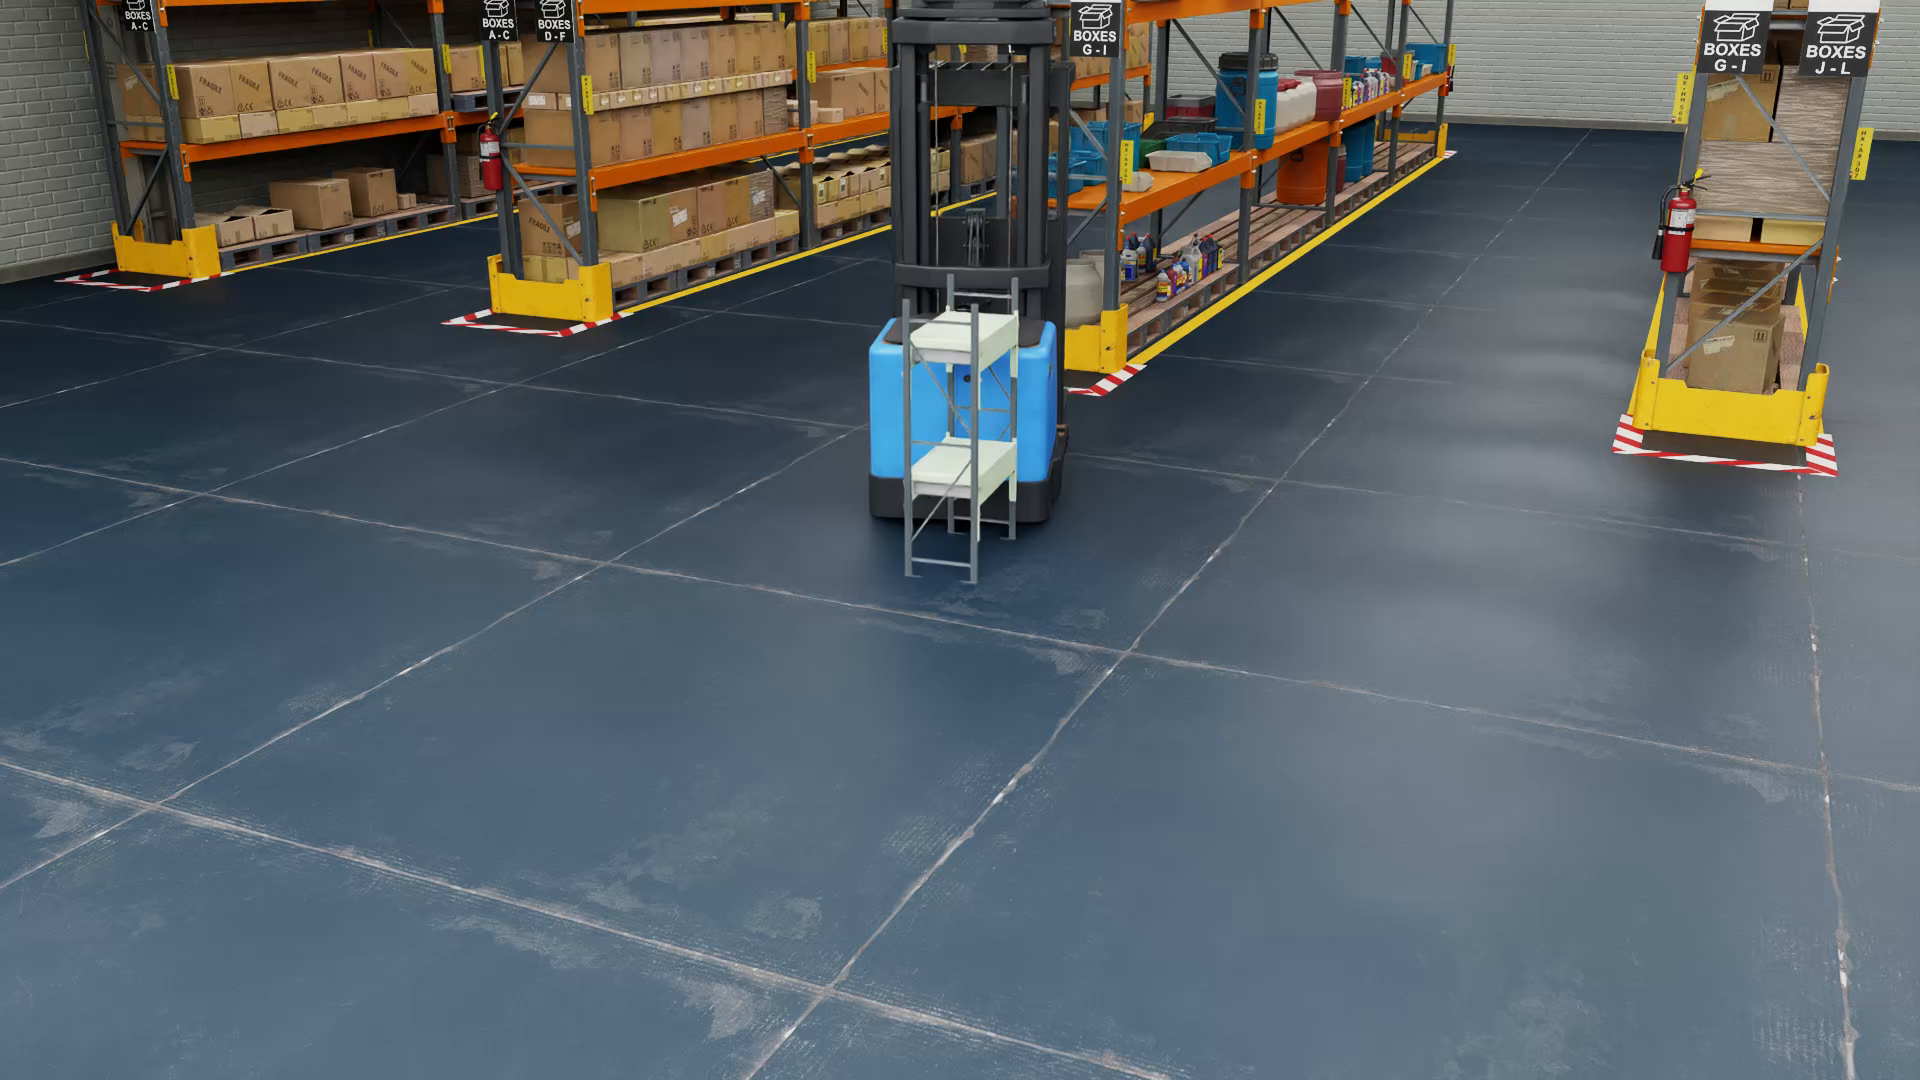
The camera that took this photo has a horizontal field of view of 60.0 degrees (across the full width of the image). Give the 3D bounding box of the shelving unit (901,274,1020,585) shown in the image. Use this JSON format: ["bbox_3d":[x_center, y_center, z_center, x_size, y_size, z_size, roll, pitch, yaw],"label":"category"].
[{"bbox_3d":[0.012,-0.608,8.939,0.431,1.500,0.755,6,20,17],"label":"shelving unit"}]

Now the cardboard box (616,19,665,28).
[{"bbox_3d":[-4.560,-7.295,23.762,0.500,0.250,0.500,9,22,24],"label":"cardboard box"}]

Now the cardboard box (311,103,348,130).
[{"bbox_3d":[-7.157,-4.701,18.406,0.500,0.250,0.500,9,21,23],"label":"cardboard box"}]

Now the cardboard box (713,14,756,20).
[{"bbox_3d":[-3.531,-8.073,25.949,0.500,0.250,0.500,9,21,24],"label":"cardboard box"}]

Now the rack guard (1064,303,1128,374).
[{"bbox_3d":[0.758,-1.680,13.446,1.175,0.500,0.348,9,21,23],"label":"rack guard"}]

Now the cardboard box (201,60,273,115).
[{"bbox_3d":[-7.588,-4.734,17.377,0.500,0.500,0.500,9,21,23],"label":"cardboard box"}]

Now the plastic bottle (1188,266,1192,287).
[{"bbox_3d":[2.102,-2.457,15.419,0.097,0.201,0.097,0,20,0],"label":"plastic bottle"}]

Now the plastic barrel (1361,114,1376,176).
[{"bbox_3d":[5.445,-5.541,23.078,0.600,0.901,0.708,9,21,23],"label":"plastic barrel"}]

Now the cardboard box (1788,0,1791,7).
[{"bbox_3d":[5.927,-3.761,11.315,0.500,0.250,0.500,8,21,21],"label":"cardboard box"}]

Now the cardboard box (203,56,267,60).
[{"bbox_3d":[-7.847,-4.964,18.024,0.500,0.500,0.500,8,21,21],"label":"cardboard box"}]

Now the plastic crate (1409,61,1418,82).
[{"bbox_3d":[6.477,-6.910,24.510,0.437,0.282,0.530,9,21,23],"label":"plastic crate"}]

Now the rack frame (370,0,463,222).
[{"bbox_3d":[-6.631,-5.410,20.204,1.000,3.000,0.127,9,21,23],"label":"rack frame"}]

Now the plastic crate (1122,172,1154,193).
[{"bbox_3d":[1.429,-2.933,13.633,0.298,0.136,0.250,9,21,23],"label":"plastic crate"}]

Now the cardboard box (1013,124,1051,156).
[{"bbox_3d":[1.015,-5.866,24.561,0.500,0.500,0.500,9,21,23],"label":"cardboard box"}]

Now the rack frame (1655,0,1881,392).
[{"bbox_3d":[5.288,-2.148,11.032,1.000,3.000,0.127,9,21,23],"label":"rack frame"}]

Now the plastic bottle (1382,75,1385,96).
[{"bbox_3d":[5.667,-6.161,22.502,0.152,0.276,0.135,9,21,23],"label":"plastic bottle"}]

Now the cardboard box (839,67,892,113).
[{"bbox_3d":[-1.144,-5.486,20.269,0.500,0.500,0.500,7,21,20],"label":"cardboard box"}]

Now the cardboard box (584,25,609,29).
[{"bbox_3d":[-5.107,-7.083,23.135,0.380,0.149,0.250,6,20,16],"label":"cardboard box"}]

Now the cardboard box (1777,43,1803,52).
[{"bbox_3d":[6.789,-3.701,13.313,0.500,0.500,0.500,9,21,23],"label":"cardboard box"}]

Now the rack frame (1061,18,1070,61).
[{"bbox_3d":[1.166,-7.177,25.173,1.000,3.000,0.127,9,21,23],"label":"rack frame"}]

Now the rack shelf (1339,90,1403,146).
[{"bbox_3d":[4.864,-5.546,21.660,1.077,0.370,4.000,9,21,23],"label":"rack shelf"}]

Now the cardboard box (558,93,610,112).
[{"bbox_3d":[-3.391,-3.952,14.987,0.380,0.149,0.250,8,21,22],"label":"cardboard box"}]

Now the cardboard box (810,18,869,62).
[{"bbox_3d":[-2.204,-8.838,29.397,0.980,0.700,0.700,8,21,22],"label":"cardboard box"}]

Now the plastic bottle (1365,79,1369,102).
[{"bbox_3d":[5.258,-5.821,21.535,0.061,0.283,0.133,9,21,23],"label":"plastic bottle"}]

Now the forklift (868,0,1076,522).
[{"bbox_3d":[0.146,-1.934,10.532,1.130,2.935,3.031,2,20,6],"label":"forklift"}]

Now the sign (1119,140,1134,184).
[{"bbox_3d":[1.270,-2.881,12.681,0.100,0.325,0.005,9,21,23],"label":"sign"}]

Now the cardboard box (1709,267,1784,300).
[{"bbox_3d":[6.316,-1.898,13.432,0.500,0.500,0.500,7,21,18],"label":"cardboard box"}]

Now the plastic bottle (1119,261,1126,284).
[{"bbox_3d":[1.499,-2.502,15.547,0.097,0.201,0.097,0,20,0],"label":"plastic bottle"}]

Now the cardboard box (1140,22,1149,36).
[{"bbox_3d":[2.873,-8.744,27.938,0.500,0.500,0.500,8,21,22],"label":"cardboard box"}]

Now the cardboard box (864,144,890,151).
[{"bbox_3d":[-0.954,-5.001,21.694,0.500,0.311,0.500,9,22,25],"label":"cardboard box"}]

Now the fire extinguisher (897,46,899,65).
[{"bbox_3d":[-1.234,-8.849,30.546,0.296,0.674,0.183,9,21,23],"label":"fire extinguisher"}]

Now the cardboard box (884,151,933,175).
[{"bbox_3d":[-0.669,-4.767,21.036,0.500,0.311,0.500,8,21,22],"label":"cardboard box"}]

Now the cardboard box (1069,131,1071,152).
[{"bbox_3d":[1.535,-6.216,25.827,0.500,0.311,0.500,9,21,23],"label":"cardboard box"}]

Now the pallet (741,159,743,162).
[{"bbox_3d":[-4.100,-5.921,25.803,1.003,0.211,1.213,9,21,23],"label":"pallet"}]

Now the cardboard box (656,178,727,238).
[{"bbox_3d":[-2.709,-3.356,16.786,0.500,0.500,0.500,9,21,23],"label":"cardboard box"}]

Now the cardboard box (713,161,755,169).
[{"bbox_3d":[-2.586,-3.888,18.283,0.500,0.500,0.500,9,21,23],"label":"cardboard box"}]

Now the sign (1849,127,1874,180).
[{"bbox_3d":[5.783,-2.482,10.678,0.100,0.325,0.005,9,21,23],"label":"sign"}]

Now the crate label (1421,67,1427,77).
[{"bbox_3d":[6.929,-7.174,25.468,0.396,0.136,0.243,9,21,23],"label":"crate label"}]

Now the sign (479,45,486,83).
[{"bbox_3d":[-4.237,-4.244,14.845,0.100,0.325,0.005,9,21,23],"label":"sign"}]

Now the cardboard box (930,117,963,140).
[{"bbox_3d":[-0.284,-5.673,22.898,0.500,0.250,0.500,9,22,25],"label":"cardboard box"}]

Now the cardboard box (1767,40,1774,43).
[{"bbox_3d":[6.510,-3.927,13.948,0.500,0.500,0.500,9,21,23],"label":"cardboard box"}]

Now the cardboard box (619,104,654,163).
[{"bbox_3d":[-3.334,-3.858,15.691,0.700,0.500,0.500,9,22,24],"label":"cardboard box"}]

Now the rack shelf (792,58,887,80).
[{"bbox_3d":[-2.536,-8.128,28.920,1.077,0.370,4.000,9,21,23],"label":"rack shelf"}]

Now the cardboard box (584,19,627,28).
[{"bbox_3d":[-5.044,-7.357,23.937,0.500,0.250,0.500,9,22,24],"label":"cardboard box"}]

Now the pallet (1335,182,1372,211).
[{"bbox_3d":[4.831,-4.578,22.026,1.003,0.211,1.213,9,21,23],"label":"pallet"}]

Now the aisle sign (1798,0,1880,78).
[{"bbox_3d":[5.536,-3.313,10.428,0.394,0.787,0.004,9,21,23],"label":"aisle sign"}]

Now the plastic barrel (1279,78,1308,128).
[{"bbox_3d":[3.647,-4.853,18.473,0.421,0.512,0.421,0,20,0],"label":"plastic barrel"}]

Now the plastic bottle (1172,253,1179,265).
[{"bbox_3d":[2.028,-2.549,15.558,0.061,0.283,0.133,9,21,23],"label":"plastic bottle"}]

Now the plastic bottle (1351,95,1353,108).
[{"bbox_3d":[4.834,-5.482,20.702,0.097,0.201,0.097,0,20,0],"label":"plastic bottle"}]

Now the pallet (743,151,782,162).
[{"bbox_3d":[-3.602,-6.295,26.856,1.003,0.211,1.213,9,21,23],"label":"pallet"}]

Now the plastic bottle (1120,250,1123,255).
[{"bbox_3d":[1.515,-2.686,15.941,0.061,0.283,0.133,10,22,25],"label":"plastic bottle"}]

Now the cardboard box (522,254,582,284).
[{"bbox_3d":[-3.798,-2.615,15.823,0.500,0.250,0.500,9,21,23],"label":"cardboard box"}]

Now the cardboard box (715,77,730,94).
[{"bbox_3d":[-2.547,-4.584,16.763,0.380,0.149,0.250,9,22,24],"label":"cardboard box"}]
